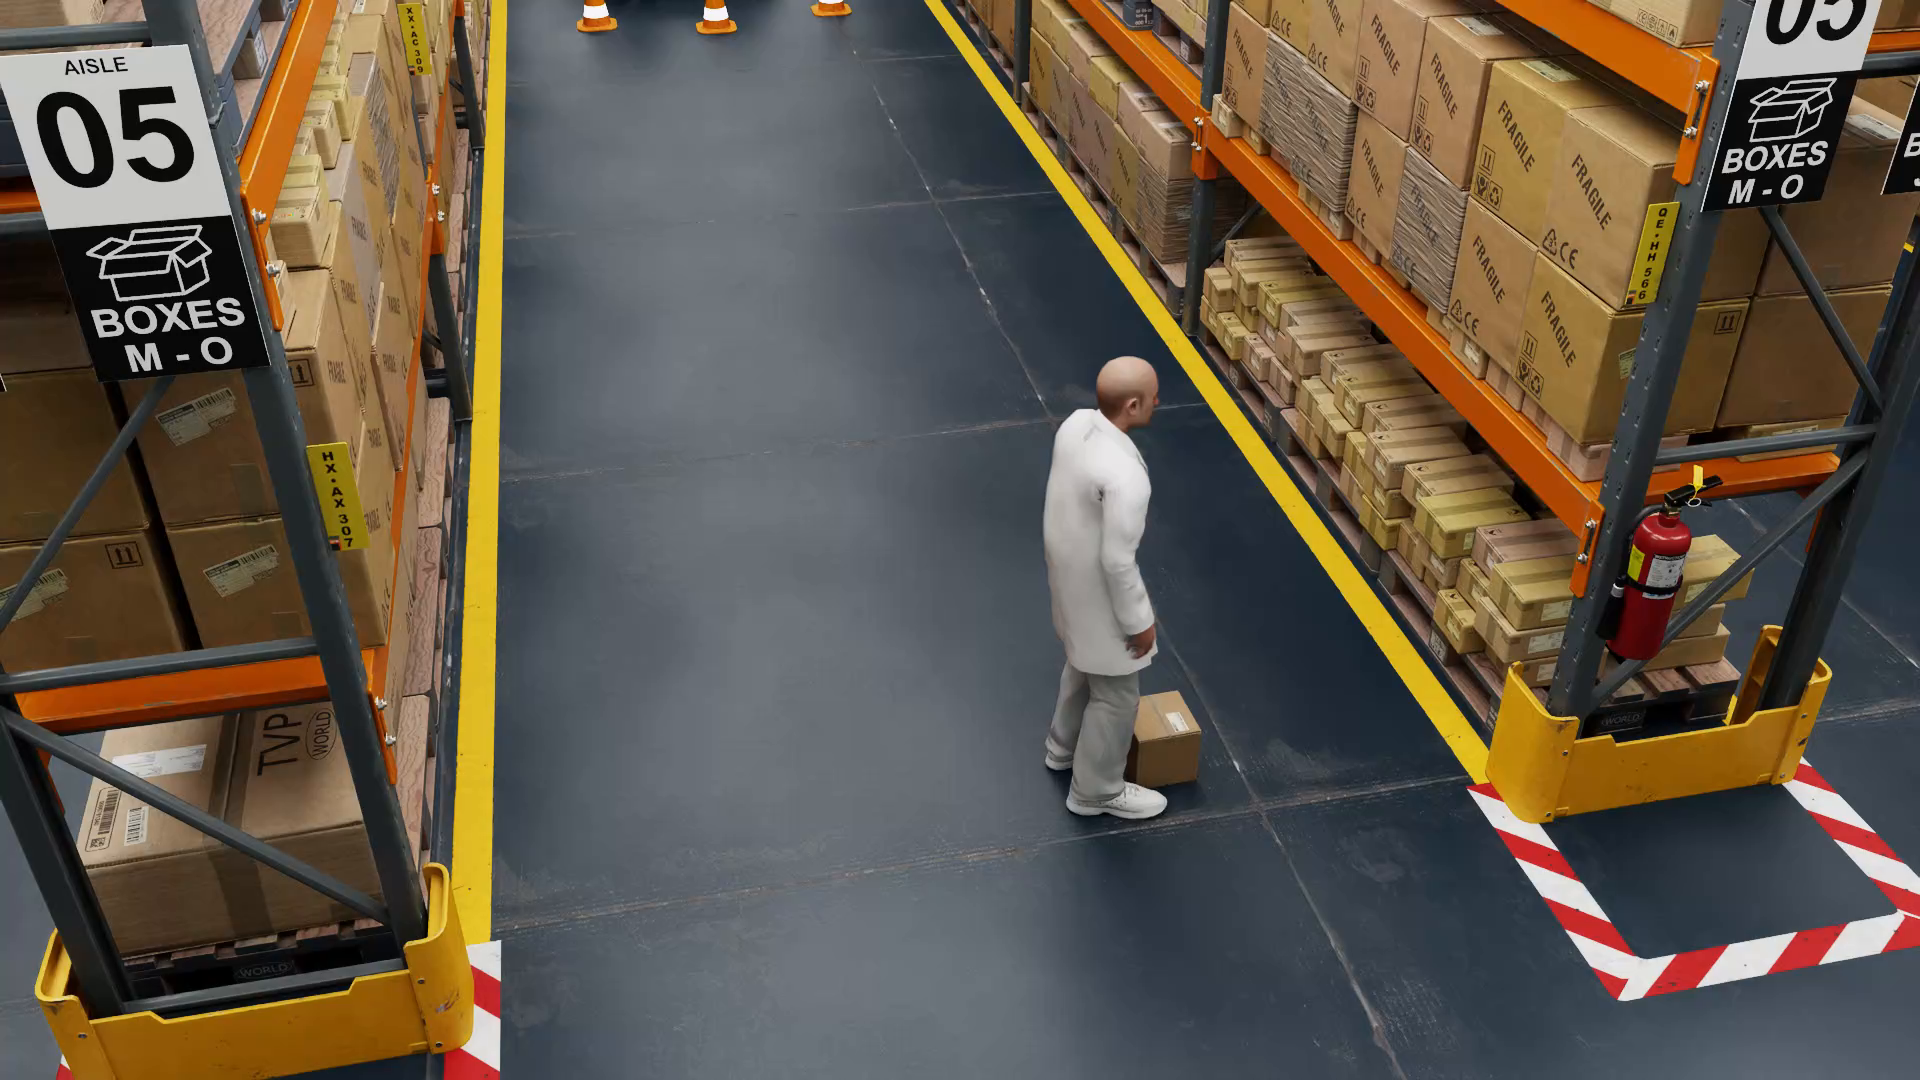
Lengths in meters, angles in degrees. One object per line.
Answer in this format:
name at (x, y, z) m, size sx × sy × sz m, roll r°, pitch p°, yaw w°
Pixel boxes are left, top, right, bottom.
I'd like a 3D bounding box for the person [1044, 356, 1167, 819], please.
person at (4.847, -3.921, 11.991) m, size 12.570 × 1.775 × 12.570 m, roll -8°, pitch 35°, yaw -12°
